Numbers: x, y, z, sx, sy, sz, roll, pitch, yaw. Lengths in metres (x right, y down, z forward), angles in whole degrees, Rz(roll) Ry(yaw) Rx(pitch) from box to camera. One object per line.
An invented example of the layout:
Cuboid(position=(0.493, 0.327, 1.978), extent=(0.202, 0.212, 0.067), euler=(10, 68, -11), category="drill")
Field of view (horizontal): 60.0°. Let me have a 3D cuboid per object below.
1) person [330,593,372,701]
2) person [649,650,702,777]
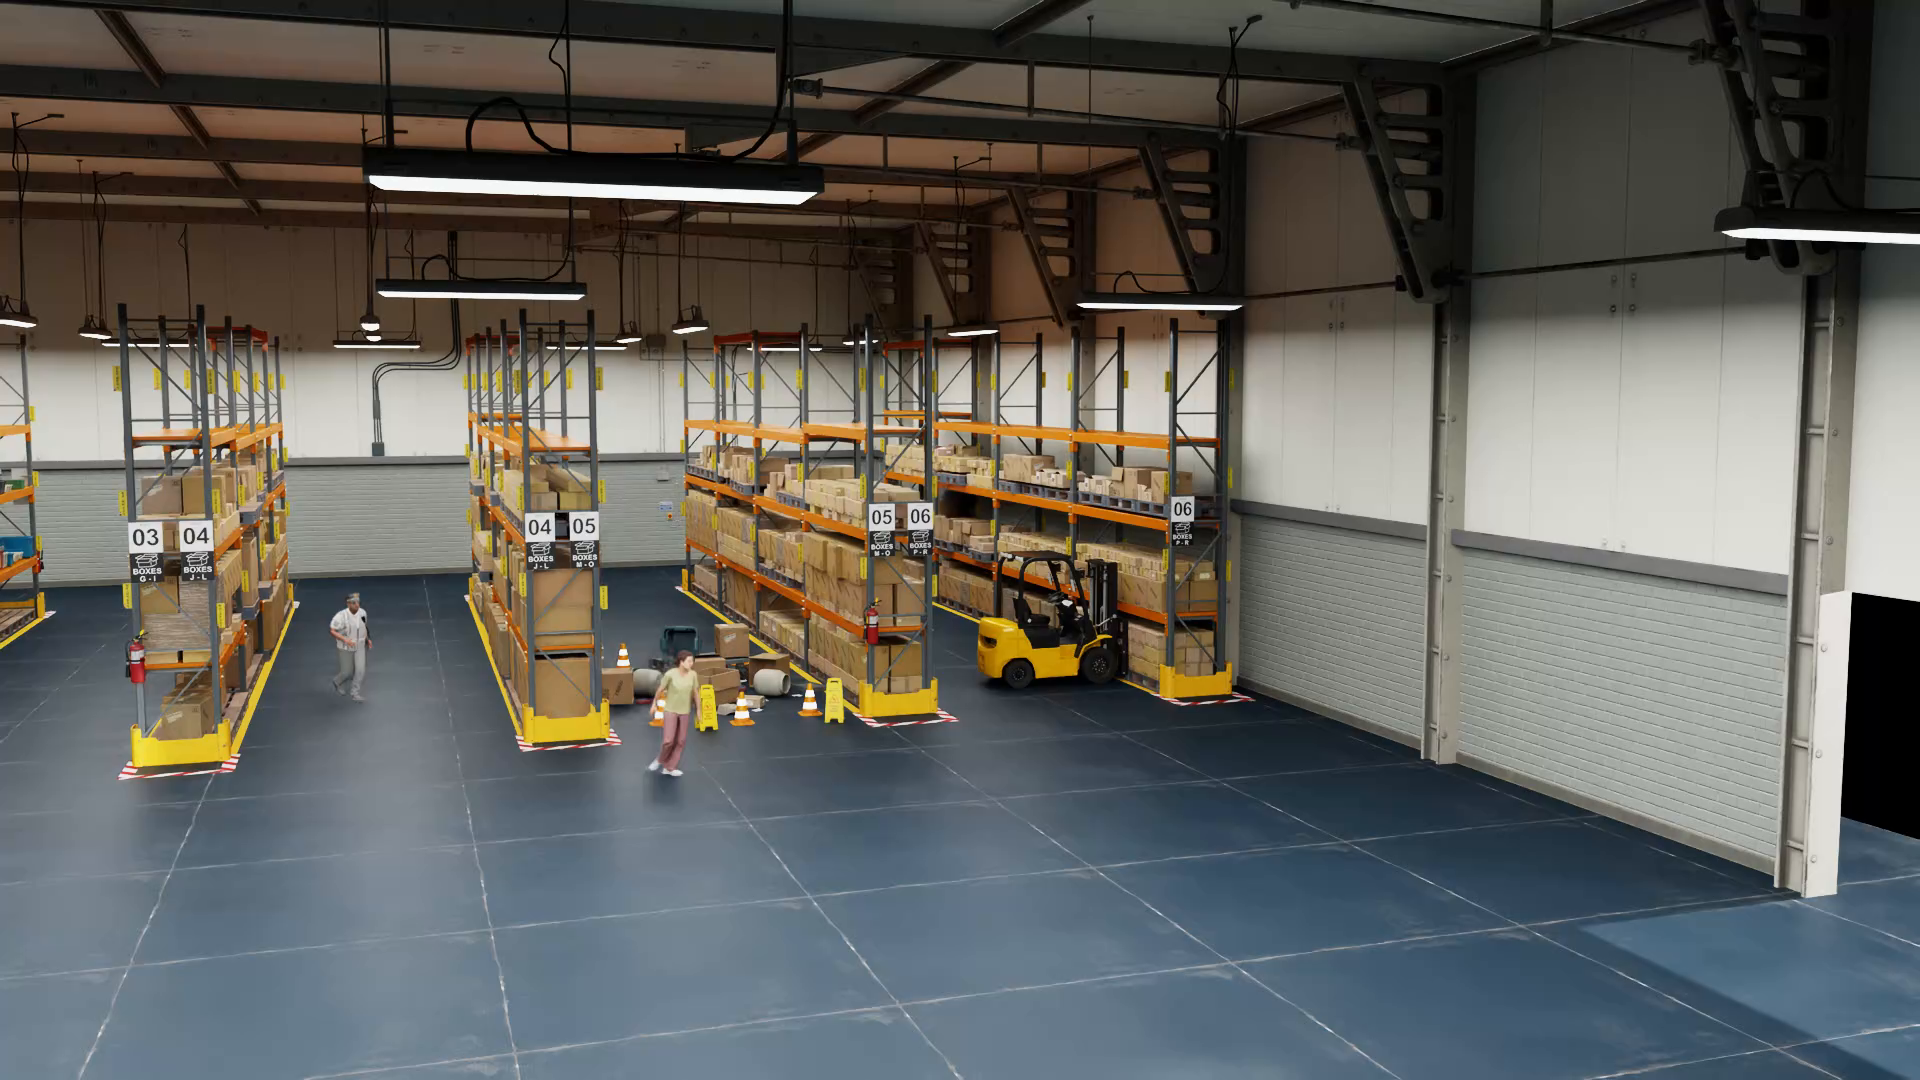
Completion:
Cuboid(position=(-9.625, 1.675, 26.200), extent=(0.776, 1.724, 0.659), euler=(5, 8, 44), category="person")
Cuboid(position=(-3.626, 2.193, 21.140), extent=(0.620, 1.641, 0.516), euler=(-4, 6, -33), category="person")
